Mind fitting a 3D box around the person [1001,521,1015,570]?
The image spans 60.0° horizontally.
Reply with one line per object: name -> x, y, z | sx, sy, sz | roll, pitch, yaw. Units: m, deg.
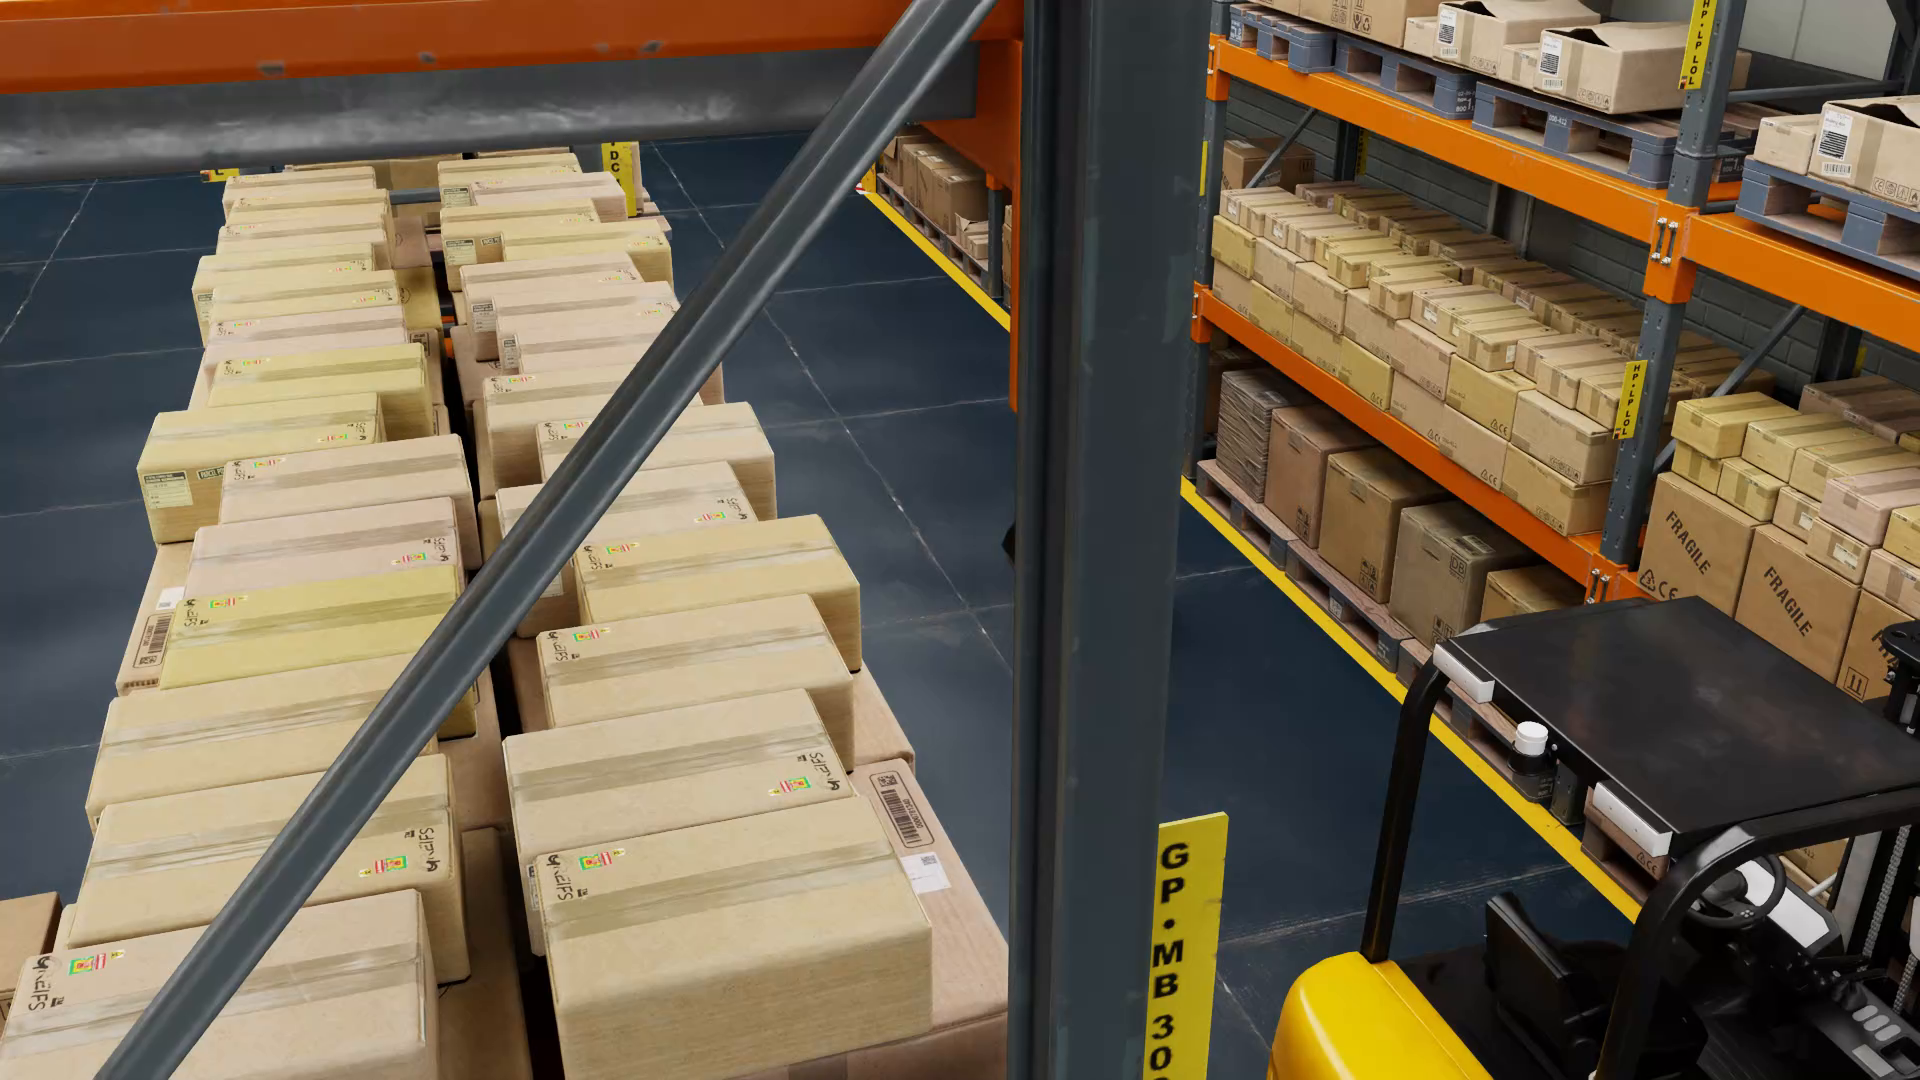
person -> 0.668, 0.029, 9.058 | 0.879, 0.877, 0.522 | -9, 27, -17
